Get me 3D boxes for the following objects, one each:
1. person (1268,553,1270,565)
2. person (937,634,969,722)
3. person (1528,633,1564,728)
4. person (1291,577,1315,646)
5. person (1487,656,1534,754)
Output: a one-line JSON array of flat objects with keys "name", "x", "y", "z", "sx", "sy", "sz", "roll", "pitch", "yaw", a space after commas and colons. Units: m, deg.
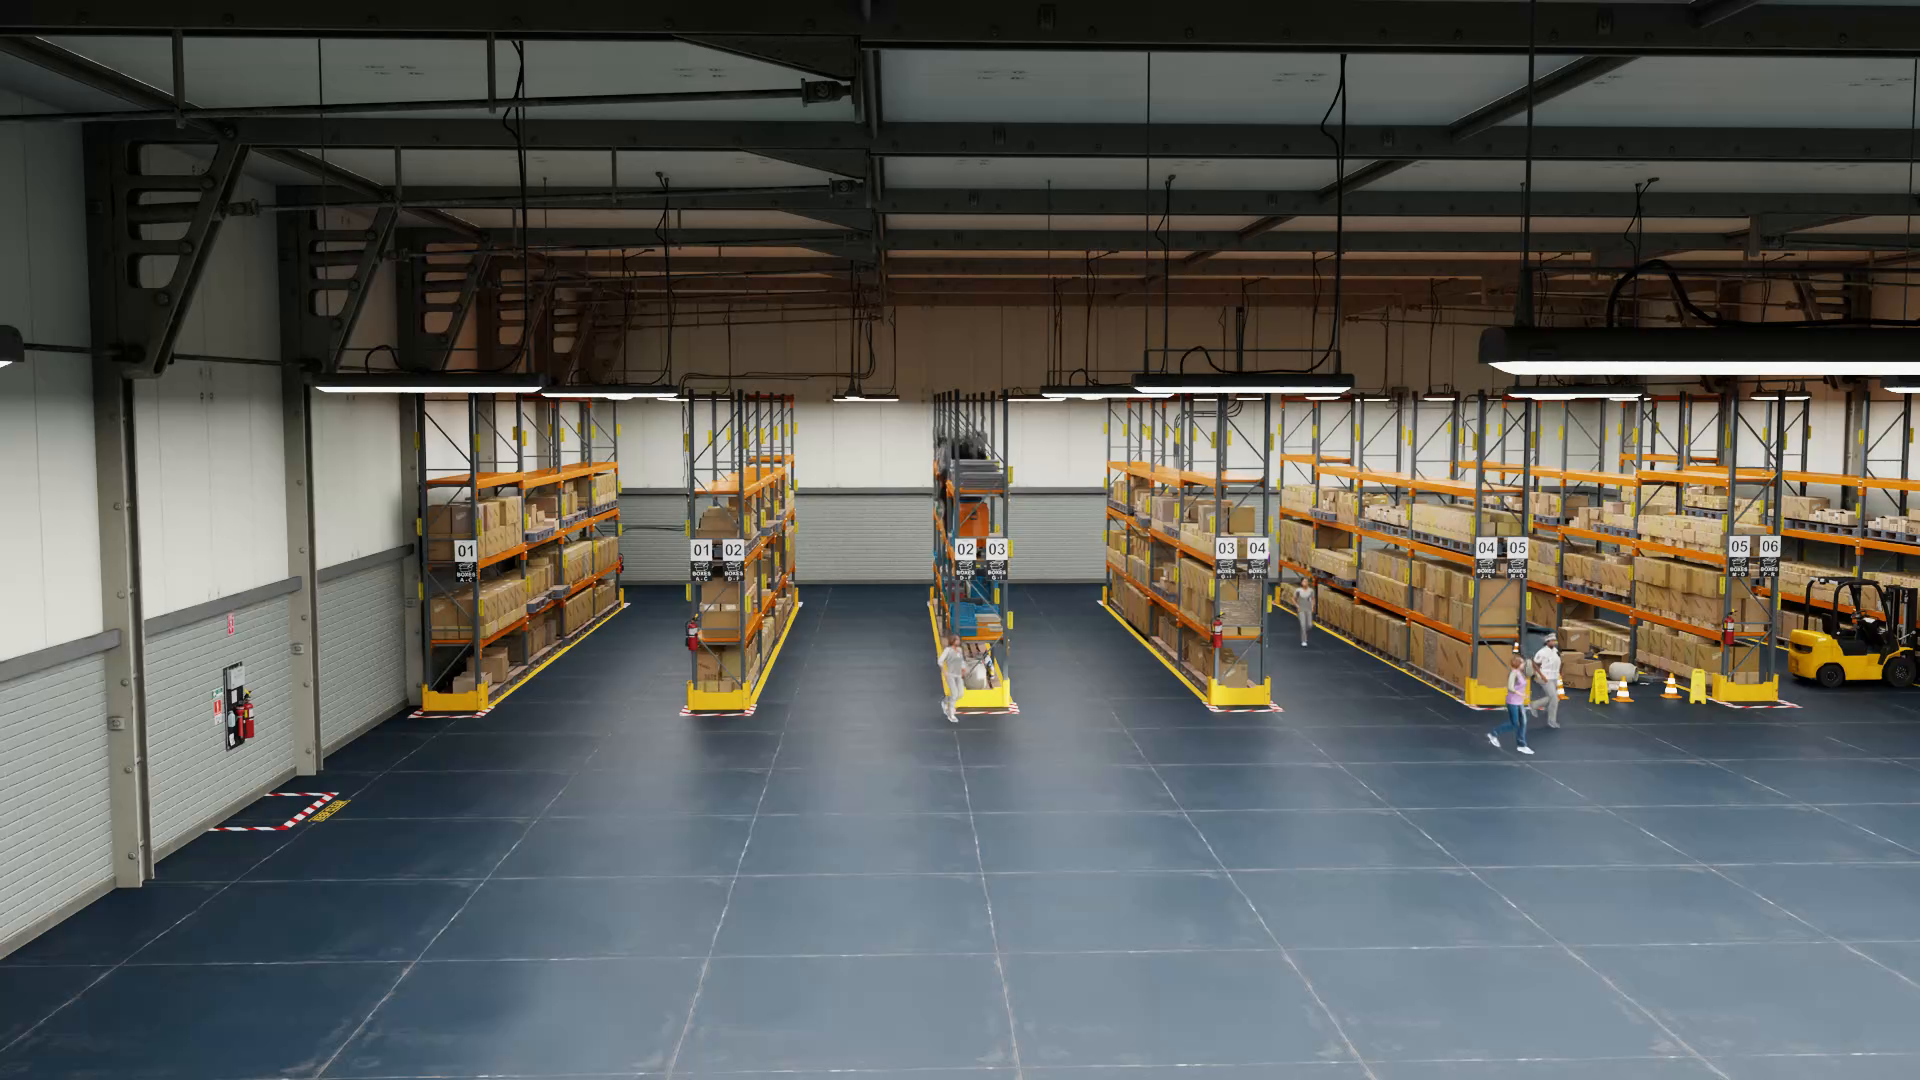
[{"name": "person", "x": 8.759, "y": 0.909, "z": 48.472, "sx": 0.641, "sy": 1.758, "sz": 0.696, "roll": -3, "pitch": 6, "yaw": -32}, {"name": "person", "x": -0.125, "y": 2.499, "z": 30.249, "sx": 0.599, "sy": 1.554, "sz": 0.501, "roll": -4, "pitch": 6, "yaw": -40}, {"name": "person", "x": 10.473, "y": 2.479, "z": 29.730, "sx": 0.596, "sy": 1.686, "sz": 0.722, "roll": -3, "pitch": 6, "yaw": -36}, {"name": "person", "x": 8.163, "y": 1.686, "z": 39.526, "sx": 0.582, "sy": 1.635, "sz": 0.555, "roll": 0, "pitch": 5, "yaw": -3}, {"name": "person", "x": 9.113, "y": 2.702, "z": 27.395, "sx": 0.715, "sy": 1.606, "sz": 0.567, "roll": 3, "pitch": 6, "yaw": 33}]
